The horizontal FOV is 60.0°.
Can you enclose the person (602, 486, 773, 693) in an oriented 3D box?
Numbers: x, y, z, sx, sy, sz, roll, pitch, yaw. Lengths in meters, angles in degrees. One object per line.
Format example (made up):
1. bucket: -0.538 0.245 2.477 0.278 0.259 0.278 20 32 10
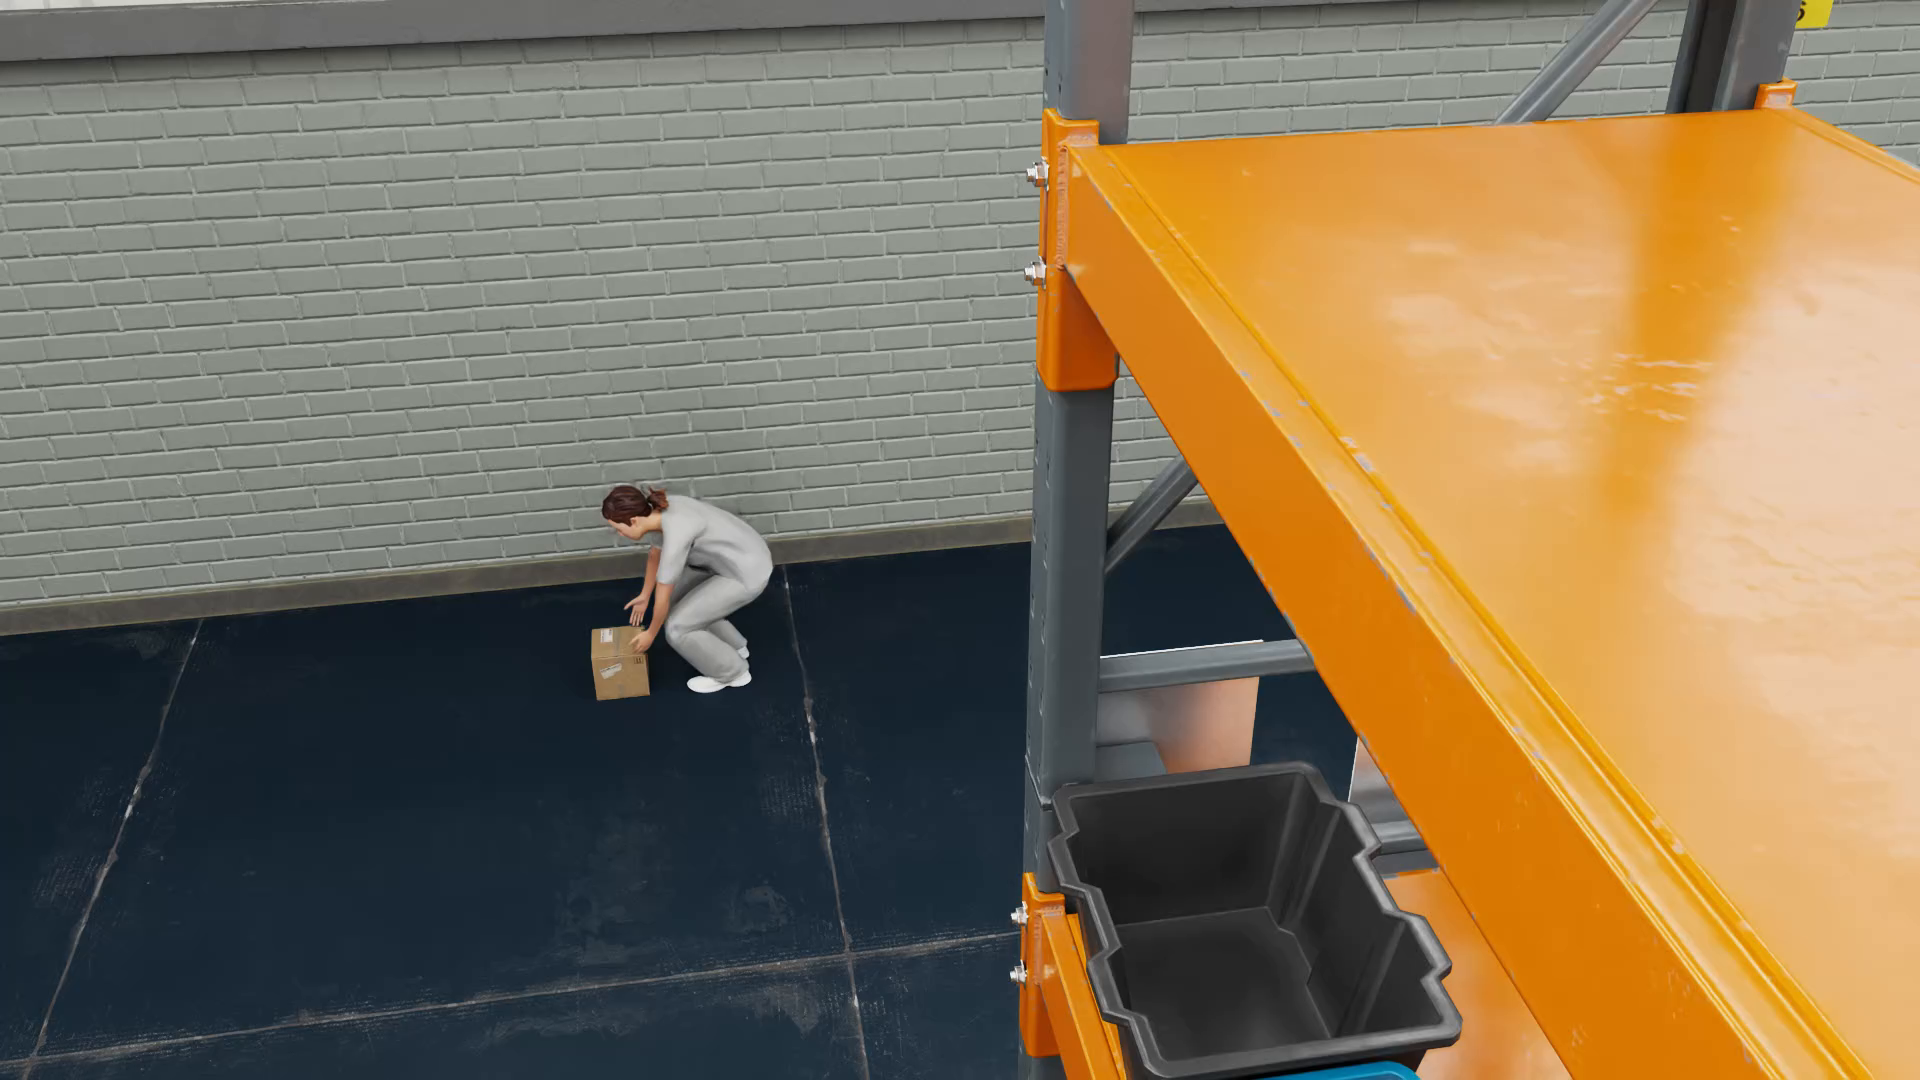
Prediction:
1. person: -1.260 0.201 7.858 0.757 1.102 0.493 -5 31 -9
